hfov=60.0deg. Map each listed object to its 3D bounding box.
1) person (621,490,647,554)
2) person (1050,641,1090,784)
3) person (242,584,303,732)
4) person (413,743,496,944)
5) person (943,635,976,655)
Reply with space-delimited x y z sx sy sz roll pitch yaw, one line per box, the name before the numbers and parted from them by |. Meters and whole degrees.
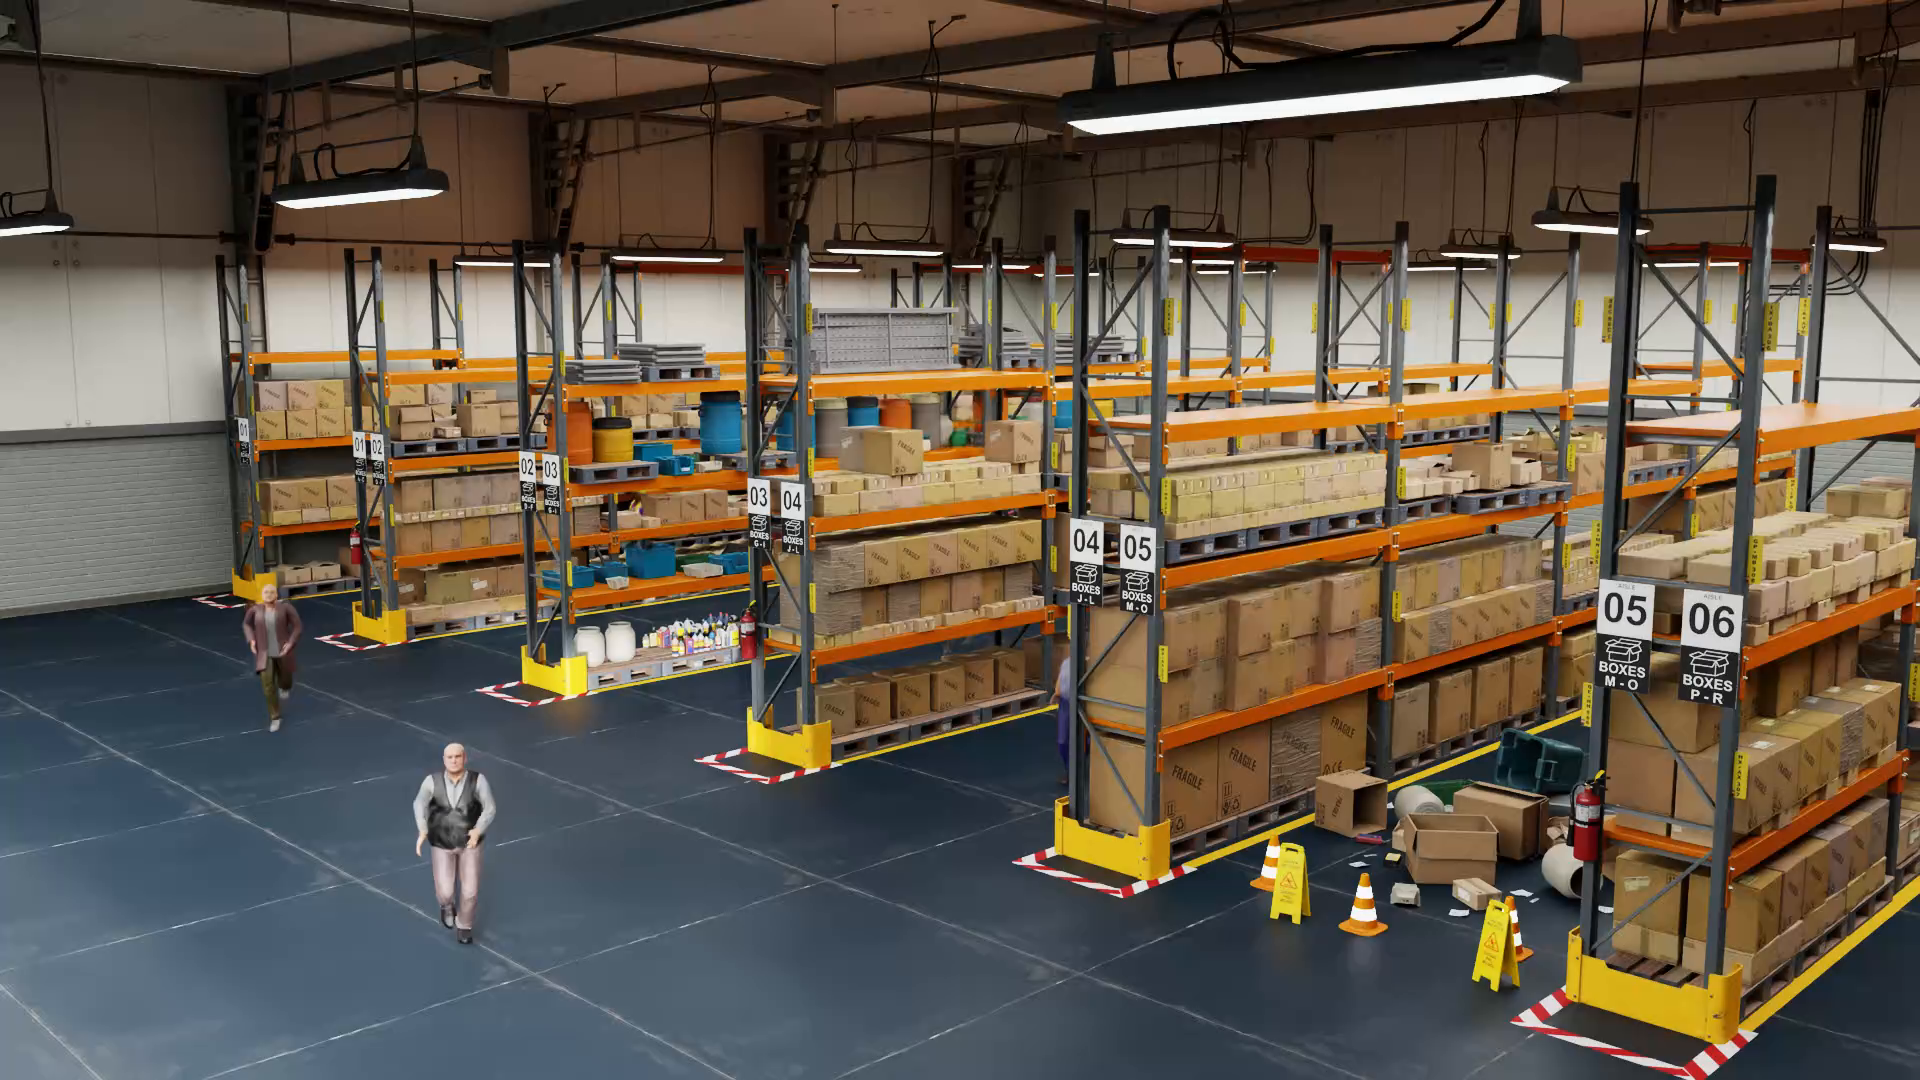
person | -6.099 -0.144 31.352 0.675 1.759 0.688 6 10 35
person | 1.282 1.831 18.055 0.605 1.594 0.579 6 10 34
person | -8.506 1.415 20.626 0.693 1.766 1.066 -3 9 -23
person | -4.056 2.459 13.383 0.646 1.669 0.609 -2 8 -15
person | -0.049 0.755 23.558 0.575 1.774 0.691 5 9 31
